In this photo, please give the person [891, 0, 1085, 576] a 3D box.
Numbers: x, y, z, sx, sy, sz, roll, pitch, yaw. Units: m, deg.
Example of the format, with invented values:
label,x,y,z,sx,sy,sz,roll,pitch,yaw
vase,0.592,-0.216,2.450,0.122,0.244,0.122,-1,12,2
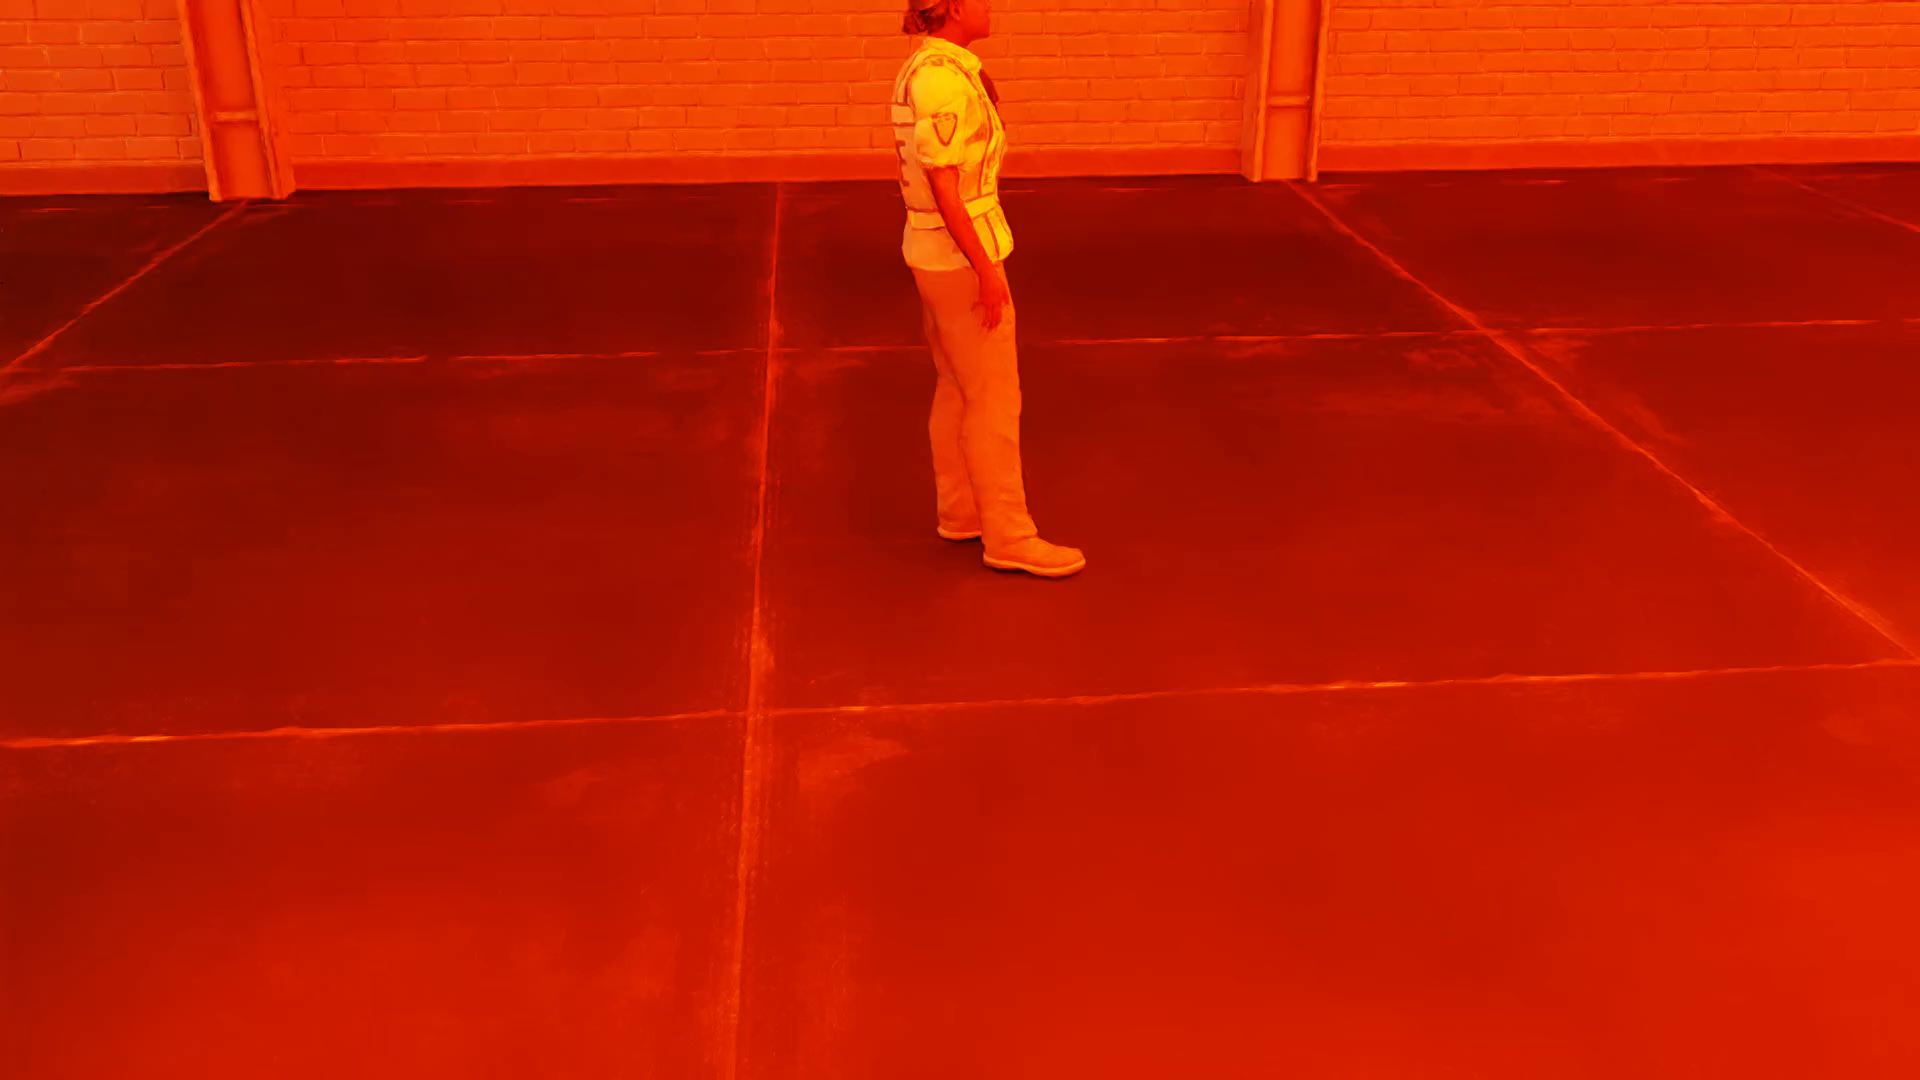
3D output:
label,x,y,z,sx,sy,sz,roll,pitch,yaw
person,0.076,-0.779,4.647,0.529,1.695,0.570,-2,24,-5
